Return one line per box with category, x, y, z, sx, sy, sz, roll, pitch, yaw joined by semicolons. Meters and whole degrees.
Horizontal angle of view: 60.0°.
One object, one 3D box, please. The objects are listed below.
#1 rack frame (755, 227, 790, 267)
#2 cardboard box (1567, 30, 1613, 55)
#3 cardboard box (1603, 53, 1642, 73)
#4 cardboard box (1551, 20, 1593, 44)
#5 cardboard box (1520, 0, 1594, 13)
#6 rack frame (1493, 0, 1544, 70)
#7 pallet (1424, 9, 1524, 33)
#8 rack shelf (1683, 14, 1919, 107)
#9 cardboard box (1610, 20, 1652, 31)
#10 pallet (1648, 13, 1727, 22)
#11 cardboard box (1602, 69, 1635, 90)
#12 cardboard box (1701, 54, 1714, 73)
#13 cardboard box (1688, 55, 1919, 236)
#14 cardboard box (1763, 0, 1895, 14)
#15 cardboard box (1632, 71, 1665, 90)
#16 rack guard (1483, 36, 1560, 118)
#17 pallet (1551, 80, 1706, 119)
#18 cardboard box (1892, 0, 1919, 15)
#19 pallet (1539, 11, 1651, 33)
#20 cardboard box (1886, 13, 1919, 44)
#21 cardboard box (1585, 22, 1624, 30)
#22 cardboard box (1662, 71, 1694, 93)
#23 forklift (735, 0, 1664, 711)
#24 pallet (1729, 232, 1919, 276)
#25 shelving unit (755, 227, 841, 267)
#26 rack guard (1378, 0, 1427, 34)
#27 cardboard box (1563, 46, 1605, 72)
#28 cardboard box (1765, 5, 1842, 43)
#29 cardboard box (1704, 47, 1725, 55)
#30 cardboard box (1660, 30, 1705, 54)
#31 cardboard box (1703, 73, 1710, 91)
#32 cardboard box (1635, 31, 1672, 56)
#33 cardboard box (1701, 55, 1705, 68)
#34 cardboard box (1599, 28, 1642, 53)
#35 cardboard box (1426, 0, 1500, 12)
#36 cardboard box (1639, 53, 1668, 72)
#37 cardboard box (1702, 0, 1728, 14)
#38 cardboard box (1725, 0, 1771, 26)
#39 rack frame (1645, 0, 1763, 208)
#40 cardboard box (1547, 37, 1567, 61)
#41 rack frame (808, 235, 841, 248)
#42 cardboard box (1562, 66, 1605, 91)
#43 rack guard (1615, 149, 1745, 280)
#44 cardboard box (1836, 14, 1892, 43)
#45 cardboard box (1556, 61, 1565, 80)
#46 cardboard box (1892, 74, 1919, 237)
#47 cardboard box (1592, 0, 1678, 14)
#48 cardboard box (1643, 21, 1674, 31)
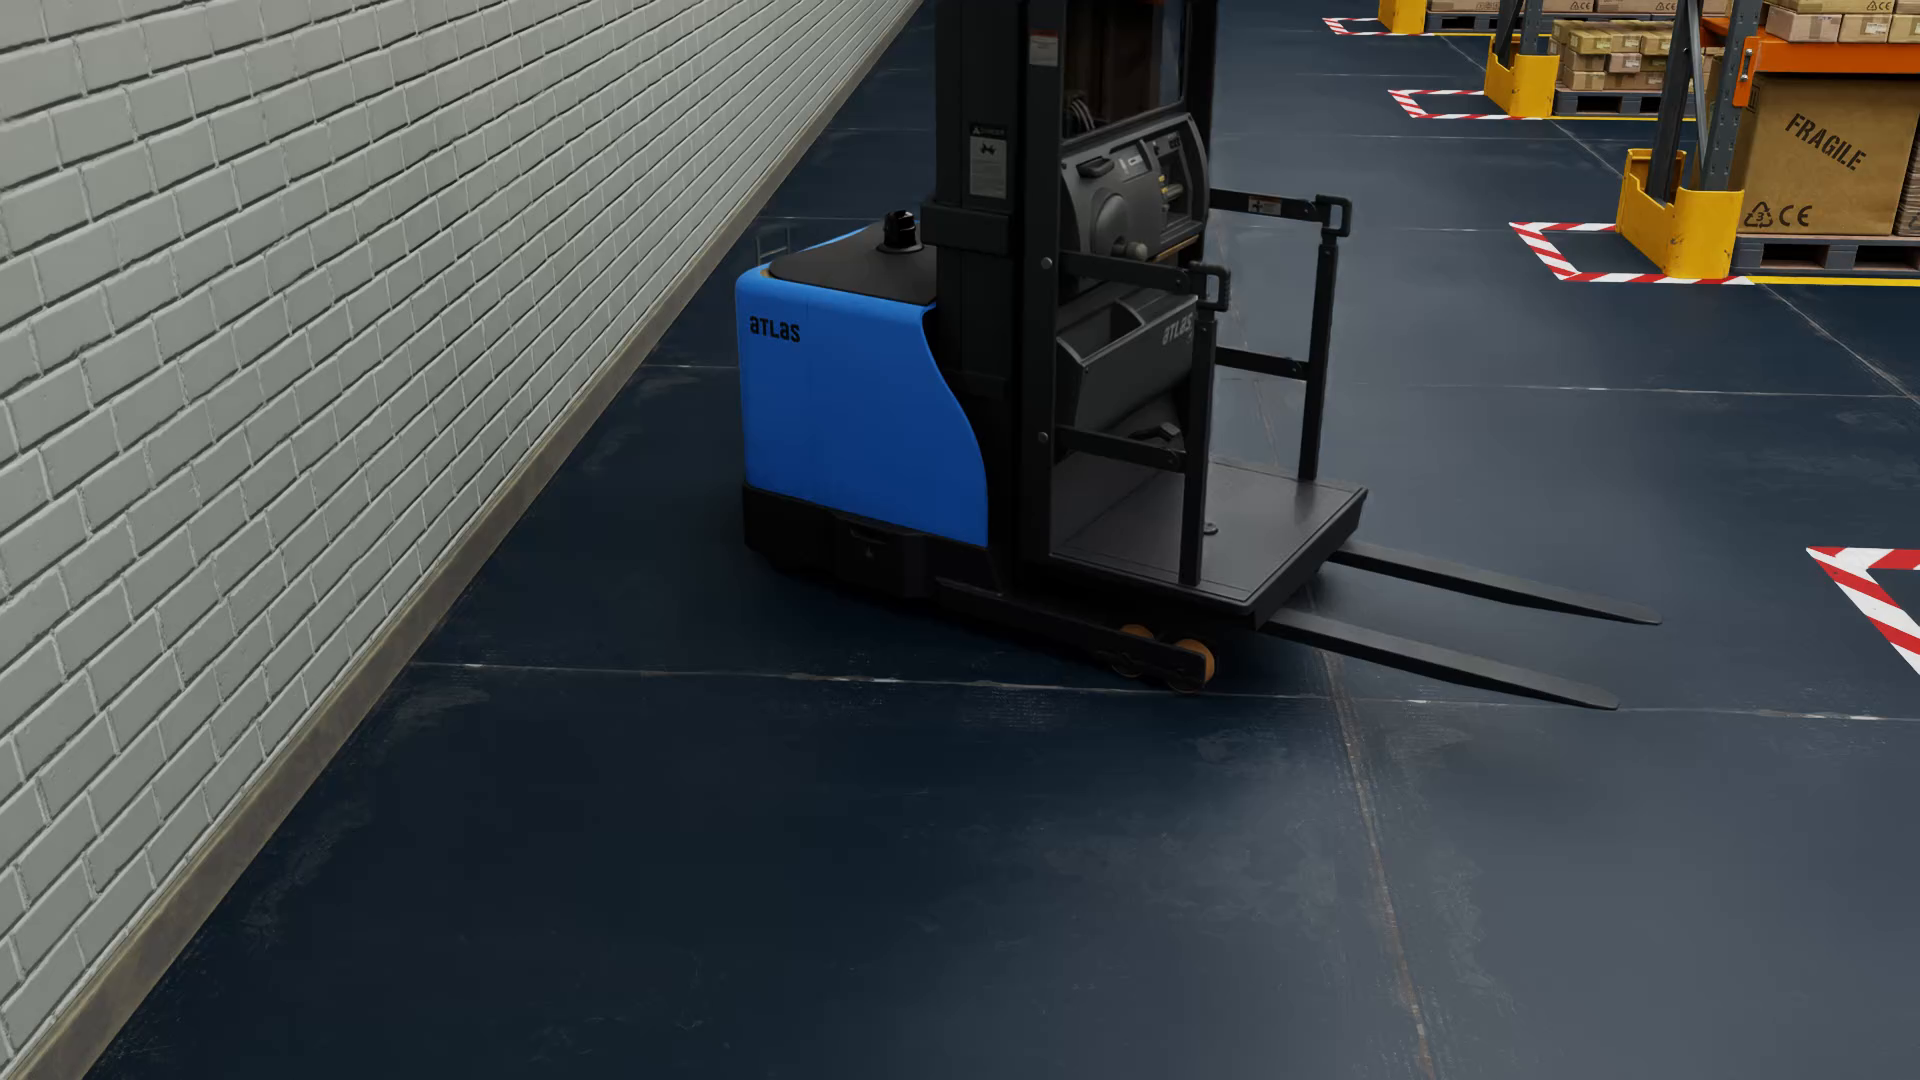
rack frame;-0.705;-0.679;6.469;0.008;1.050;0.200;15;28;29
cardboard box;5.265;-4.164;13.907;0.250;0.149;0.380;1;25;2
cardboard box;5.540;-4.031;13.975;0.250;0.149;0.380;2;25;4
cardboard box;5.316;-4.411;14.444;0.250;0.149;0.380;2;25;5
cardboard box;6.626;-6.244;18.795;0.875;0.438;0.875;2;25;5
rack frame;4.768;-5.156;13.868;0.127;3.000;1.000;2;25;4
pallet;5.850;-5.963;18.957;1.213;0.211;1.003;2;25;4
rack shelf;6.282;-2.702;9.394;4.000;0.370;1.077;2;25;4
cardboard box;5.830;-4.424;14.472;0.250;0.149;0.380;1;25;3
pallet;8.283;-5.885;18.787;1.213;0.211;1.003;2;25;4
cardboard box;5.534;-3.928;14.106;0.250;0.149;0.380;2;25;4
cardboard box;6.310;-4.038;13.989;0.250;0.149;0.380;1;25;1
cardboard box;4.932;-2.331;9.767;0.875;0.875;0.875;2;25;4
cardboard box;4.746;-3.032;9.073;0.500;0.250;0.500;1;25;3
cardboard box;5.782;-3.923;14.095;0.250;0.149;0.380;2;25;5
rack guard;4.844;-4.018;14.385;0.348;0.500;1.175;2;25;4
pallet;5.652;-3.847;14.357;1.213;0.211;1.003;2;25;4
cardboard box;5.265;-3.018;9.043;0.500;0.250;0.500;2;25;3
pallet;7.063;-5.923;18.869;1.213;0.211;1.003;2;25;4
cardboard box;5.128;-2.814;9.077;0.250;0.149;0.380;1;25;3
cardboard box;5.562;-4.379;14.375;0.250;0.149;0.380;2;25;5
cardboard box;6.028;-3.869;13.977;0.250;0.149;0.380;2;25;5
forklift;0.738;-1.105;5.145;3.031;2.935;1.130;15;28;29
pallet;5.091;-1.833;9.980;1.213;0.211;1.003;2;25;4
shelving unit;-0.601;-0.652;6.411;0.252;1.050;0.215;15;28;29
rack guard;5.023;-6.088;18.883;0.348;0.500;1.175;2;25;4
cardboard box;5.271;-4.064;14.045;0.250;0.149;0.380;3;25;6
cardboard box;4.617;-2.829;9.111;0.250;0.149;0.380;2;25;5
cardboard box;6.320;-4.158;13.894;0.250;0.149;0.380;3;25;6
cardboard box;6.044;-4.170;13.921;0.250;0.149;0.380;1;25;1
cardboard box;6.290;-3.900;14.046;0.250;0.149;0.380;2;25;4
cardboard box;5.790;-4.144;13.864;0.250;0.149;0.380;2;25;4
cardboard box;6.038;-4.007;13.922;0.250;0.149;0.380;3;25;6
cardboard box;5.549;-4.205;13.997;0.250;0.149;0.380;2;25;5
cardboard box;5.712;-6.270;18.851;0.875;0.438;0.875;1;25;2
cardboard box;5.791;-4.060;14.038;0.250;0.149;0.380;2;25;5
cardboard box;8.417;-6.186;18.669;0.875;0.438;0.875;1;25;3
cardboard box;4.668;-3.104;9.708;0.250;0.149;0.380;2;25;5
rack frame;4.288;-3.092;9.382;0.127;3.000;1.000;2;25;4
cardboard box;5.317;-4.289;14.536;0.250;0.149;0.380;1;25;3
rack frame;-0.498;-0.625;6.352;0.008;1.050;0.200;15;28;29
cardboard box;5.266;-3.902;14.050;0.250;0.149;0.380;2;25;5
rack guard;4.264;-1.958;9.906;0.348;0.500;1.175;2;25;4
cardboard box;4.873;-2.822;9.095;0.250;0.149;0.380;1;25;3
cardboard box;5.309;-4.122;14.528;0.250;0.149;0.380;2;25;5
cardboard box;5.840;-2.302;9.703;0.875;0.875;0.875;2;25;4
cardboard box;7.524;-6.215;18.731;0.875;0.438;0.875;1;25;2
cardboard box;6.083;-4.389;14.396;0.250;0.149;0.380;1;25;2
